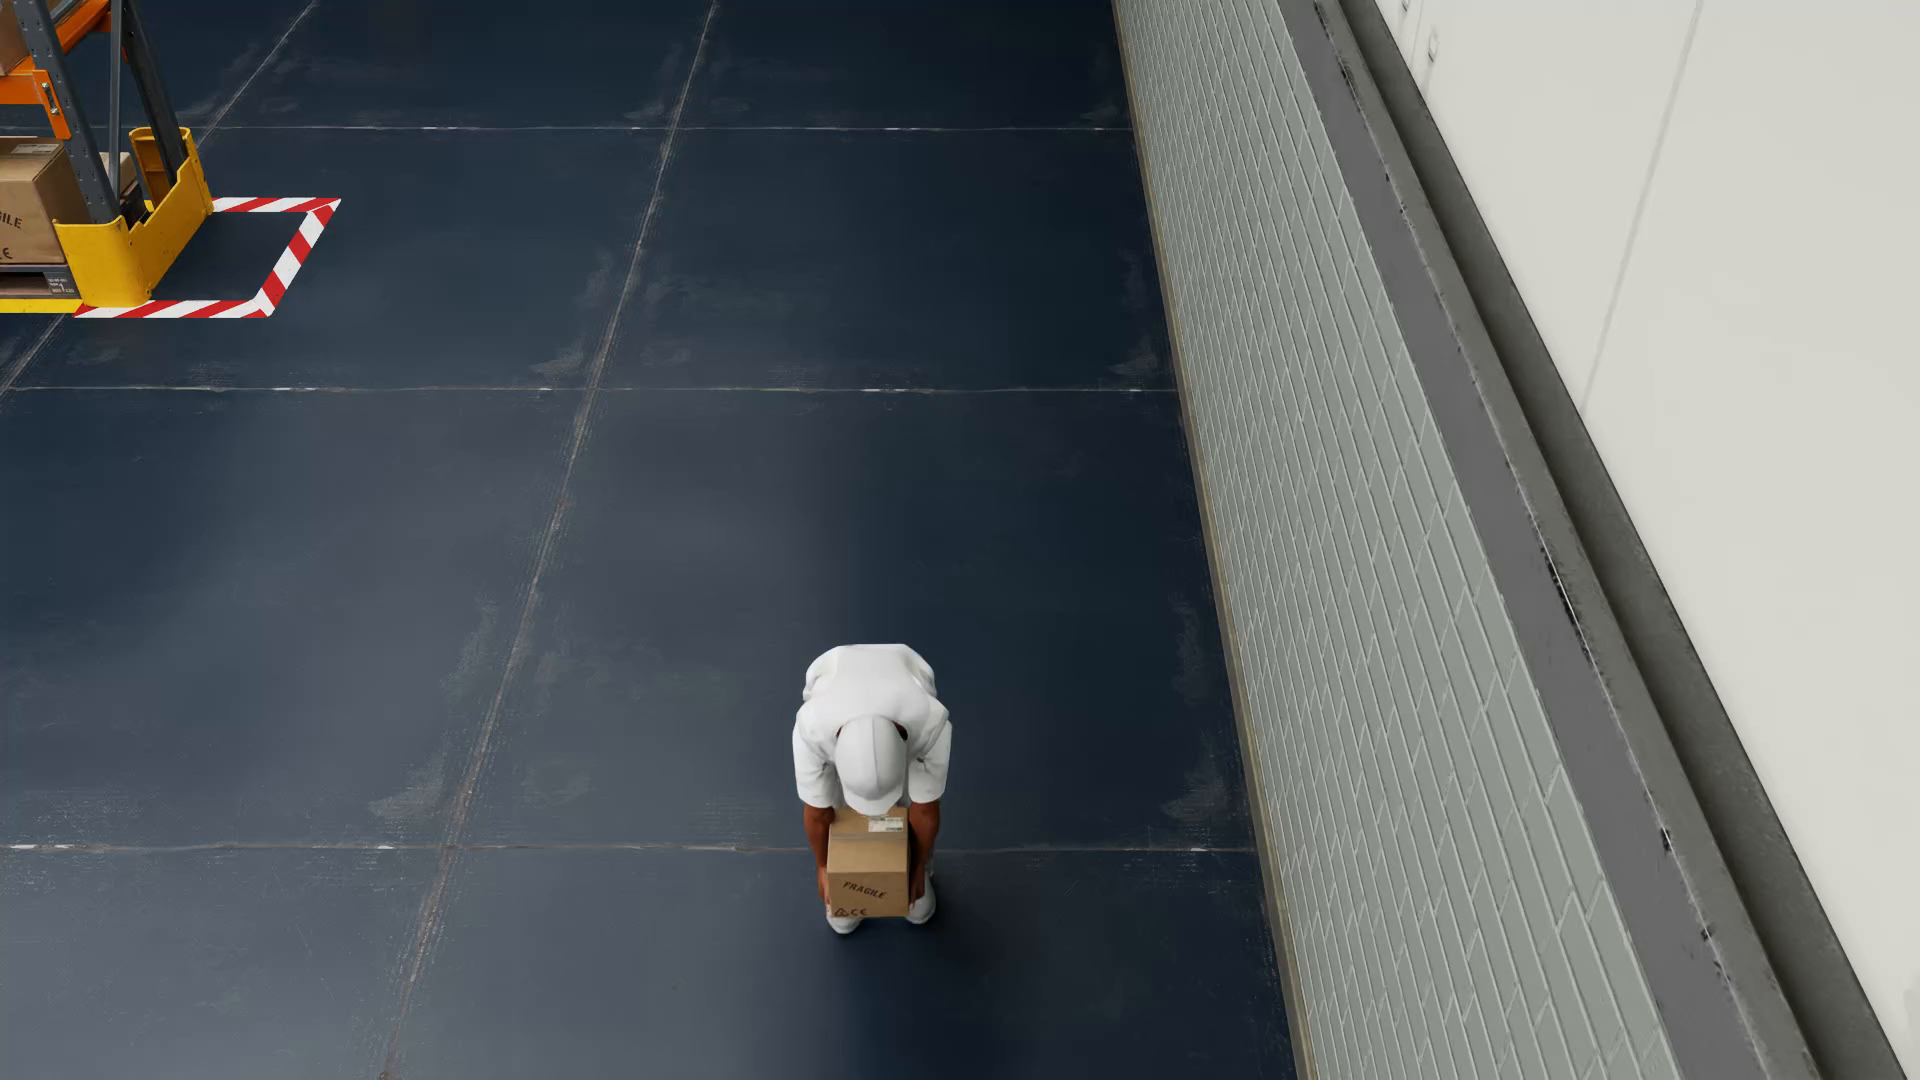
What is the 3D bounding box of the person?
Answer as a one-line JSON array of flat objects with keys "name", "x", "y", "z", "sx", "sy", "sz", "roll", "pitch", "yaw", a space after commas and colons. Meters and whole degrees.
[{"name": "person", "x": -0.270, "y": 0.852, "z": 5.402, "sx": 0.489, "sy": 1.377, "sz": 0.897, "roll": -1, "pitch": 39, "yaw": -1}]
